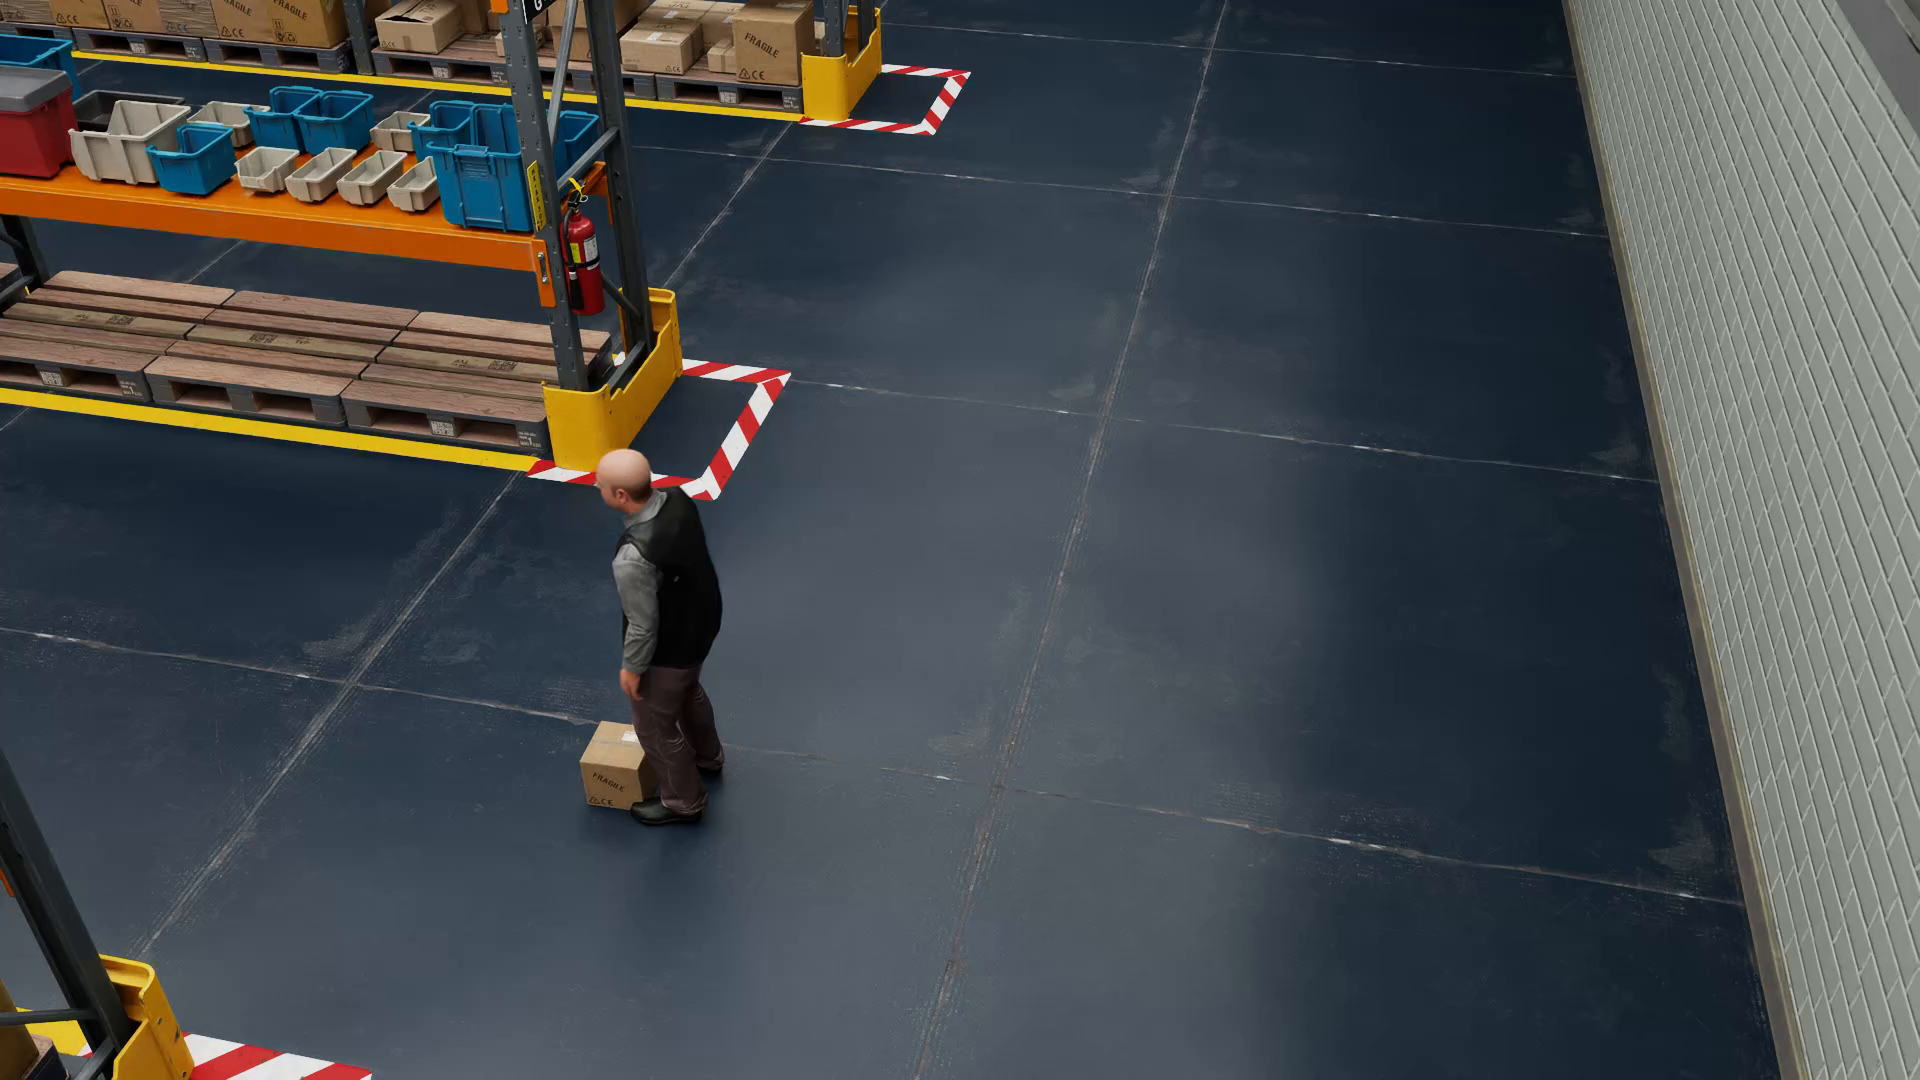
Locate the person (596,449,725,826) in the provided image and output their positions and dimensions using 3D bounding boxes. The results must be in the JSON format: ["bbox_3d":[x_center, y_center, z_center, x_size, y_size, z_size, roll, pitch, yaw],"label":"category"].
[{"bbox_3d":[-1.132,0.381,6.468,0.419,1.721,0.579,8,37,10],"label":"person"}]
